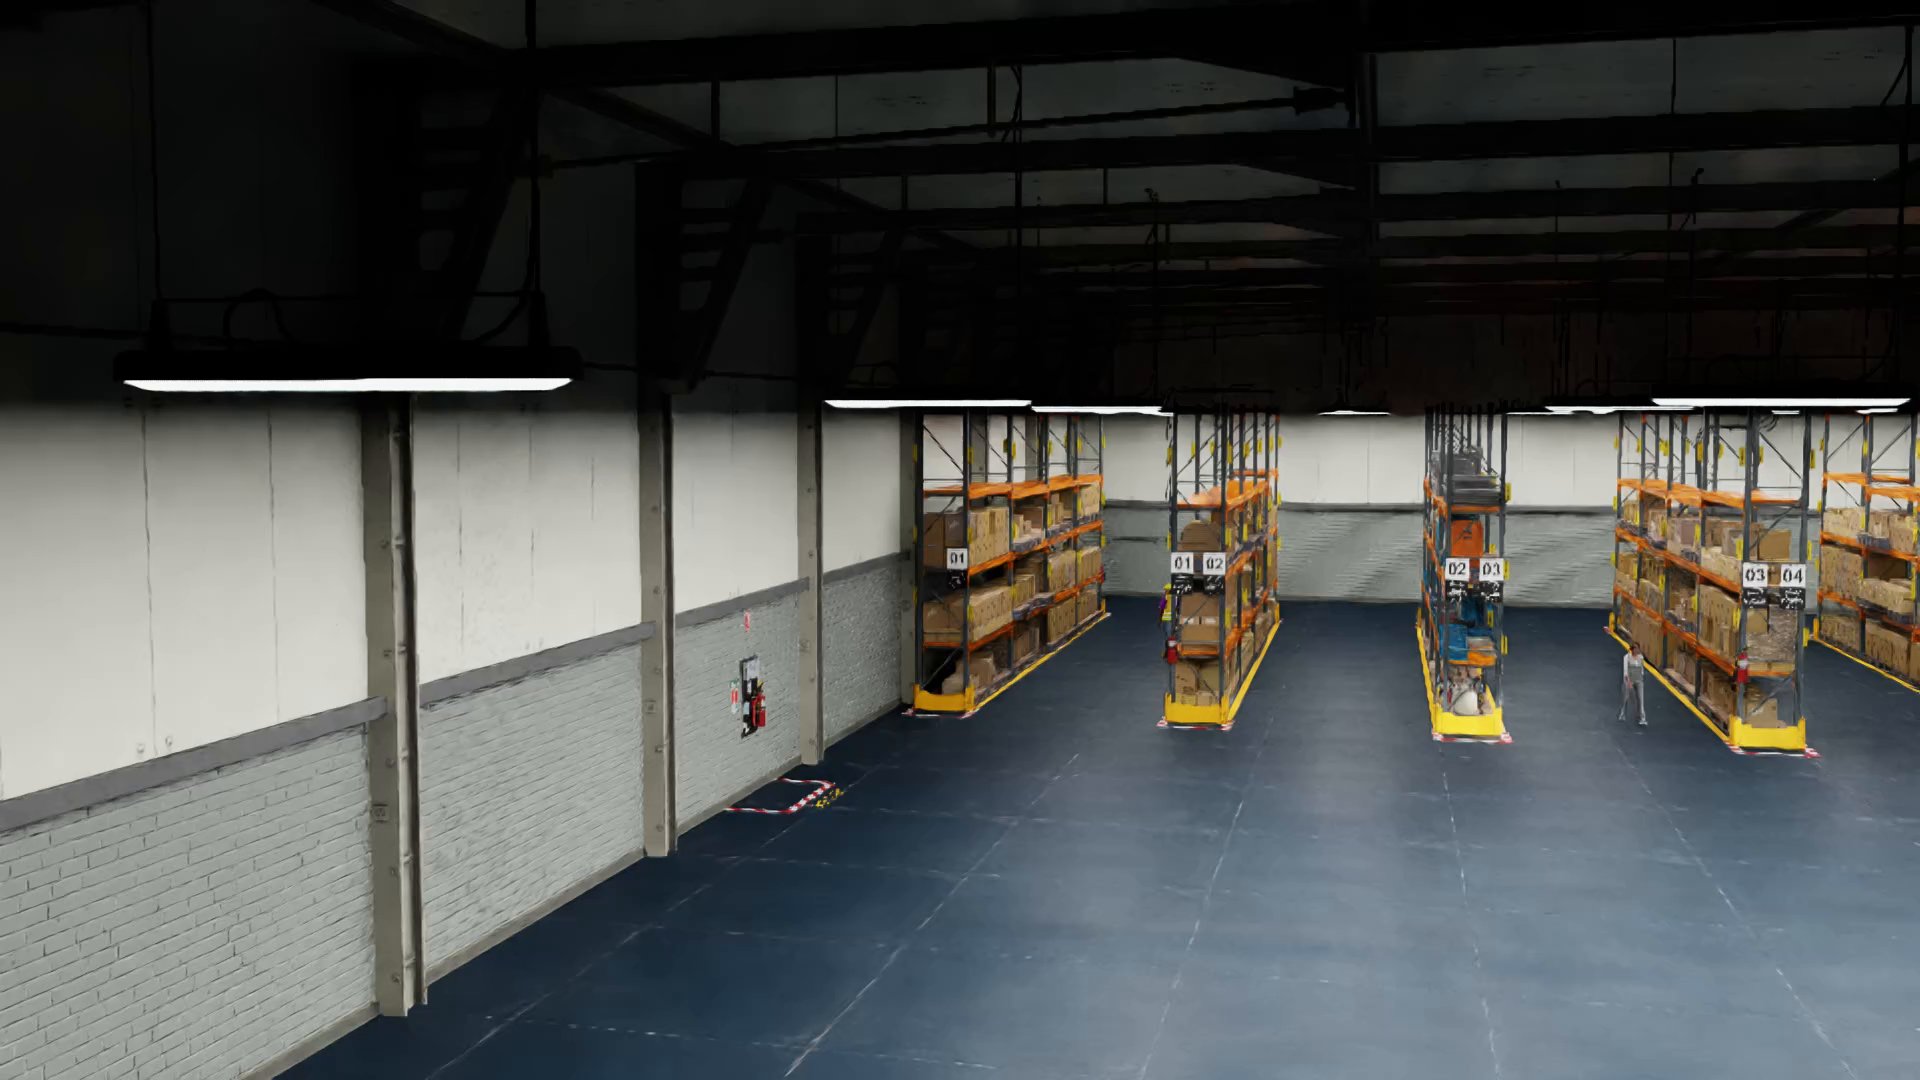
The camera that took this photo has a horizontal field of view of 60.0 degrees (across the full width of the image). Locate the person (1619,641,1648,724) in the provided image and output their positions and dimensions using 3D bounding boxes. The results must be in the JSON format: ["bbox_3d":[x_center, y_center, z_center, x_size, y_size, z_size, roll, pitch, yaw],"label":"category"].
[{"bbox_3d":[12.593,2.644,31.130,0.411,1.533,0.957,0,4,6],"label":"person"}]

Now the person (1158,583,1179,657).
[{"bbox_3d":[4.951,1.898,39.648,0.565,1.765,0.672,4,6,44],"label":"person"}]
